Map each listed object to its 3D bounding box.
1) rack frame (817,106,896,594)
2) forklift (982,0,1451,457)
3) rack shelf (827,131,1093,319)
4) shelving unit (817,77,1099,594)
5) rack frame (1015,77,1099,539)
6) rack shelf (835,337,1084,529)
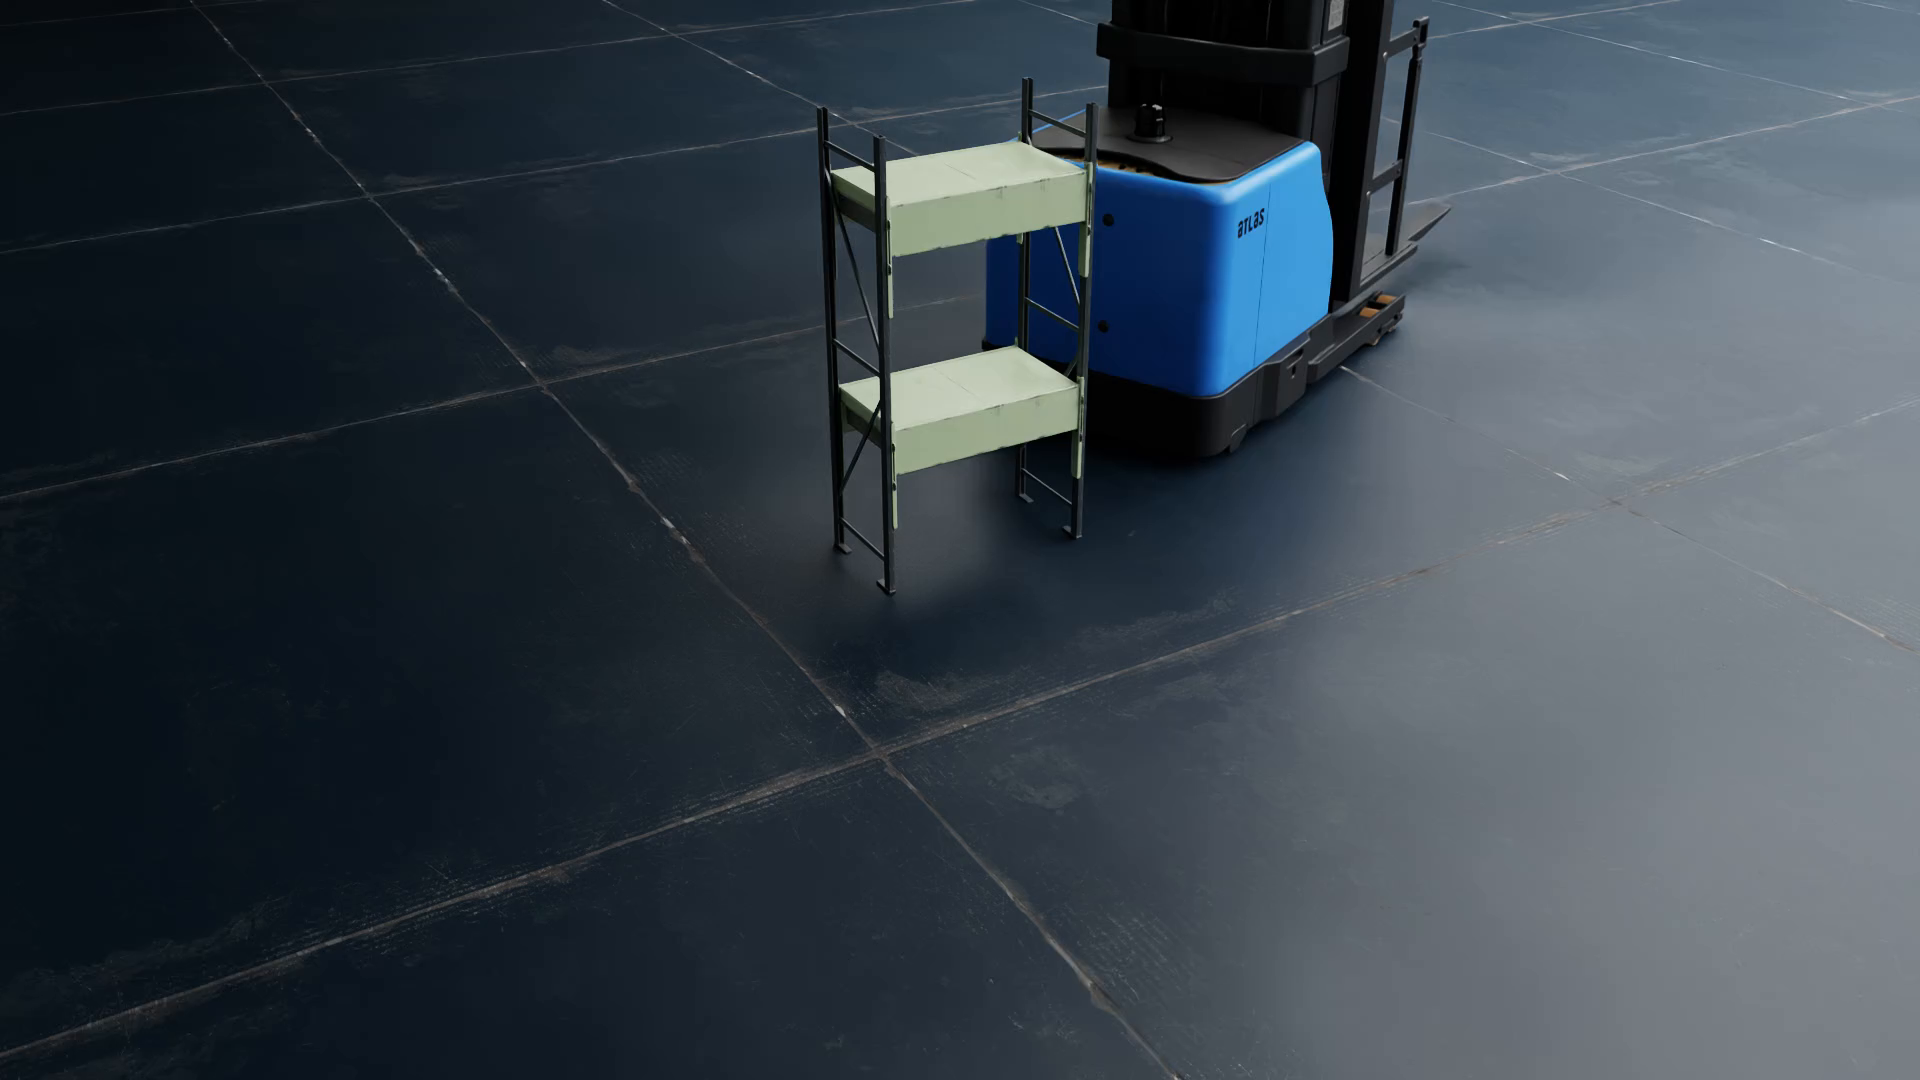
[{"bbox_3d":[-0.321,-0.565,5.222,0.023,1.500,0.400,-16,33,-26],"label":"rack frame"},{"bbox_3d":[1.330,-2.252,6.797,1.130,2.935,3.031,18,34,30],"label":"forklift"},{"bbox_3d":[-0.006,-0.997,5.196,0.720,0.370,0.431,-16,33,-26],"label":"rack shelf"},{"bbox_3d":[-0.006,-0.655,5.385,0.755,1.500,0.431,-16,33,-26],"label":"shelving unit"},{"bbox_3d":[0.310,-0.745,5.547,0.023,1.500,0.400,-16,33,-26],"label":"rack frame"},{"bbox_3d":[-0.006,-0.370,5.542,0.720,0.370,0.431,-16,33,-26],"label":"rack shelf"}]
